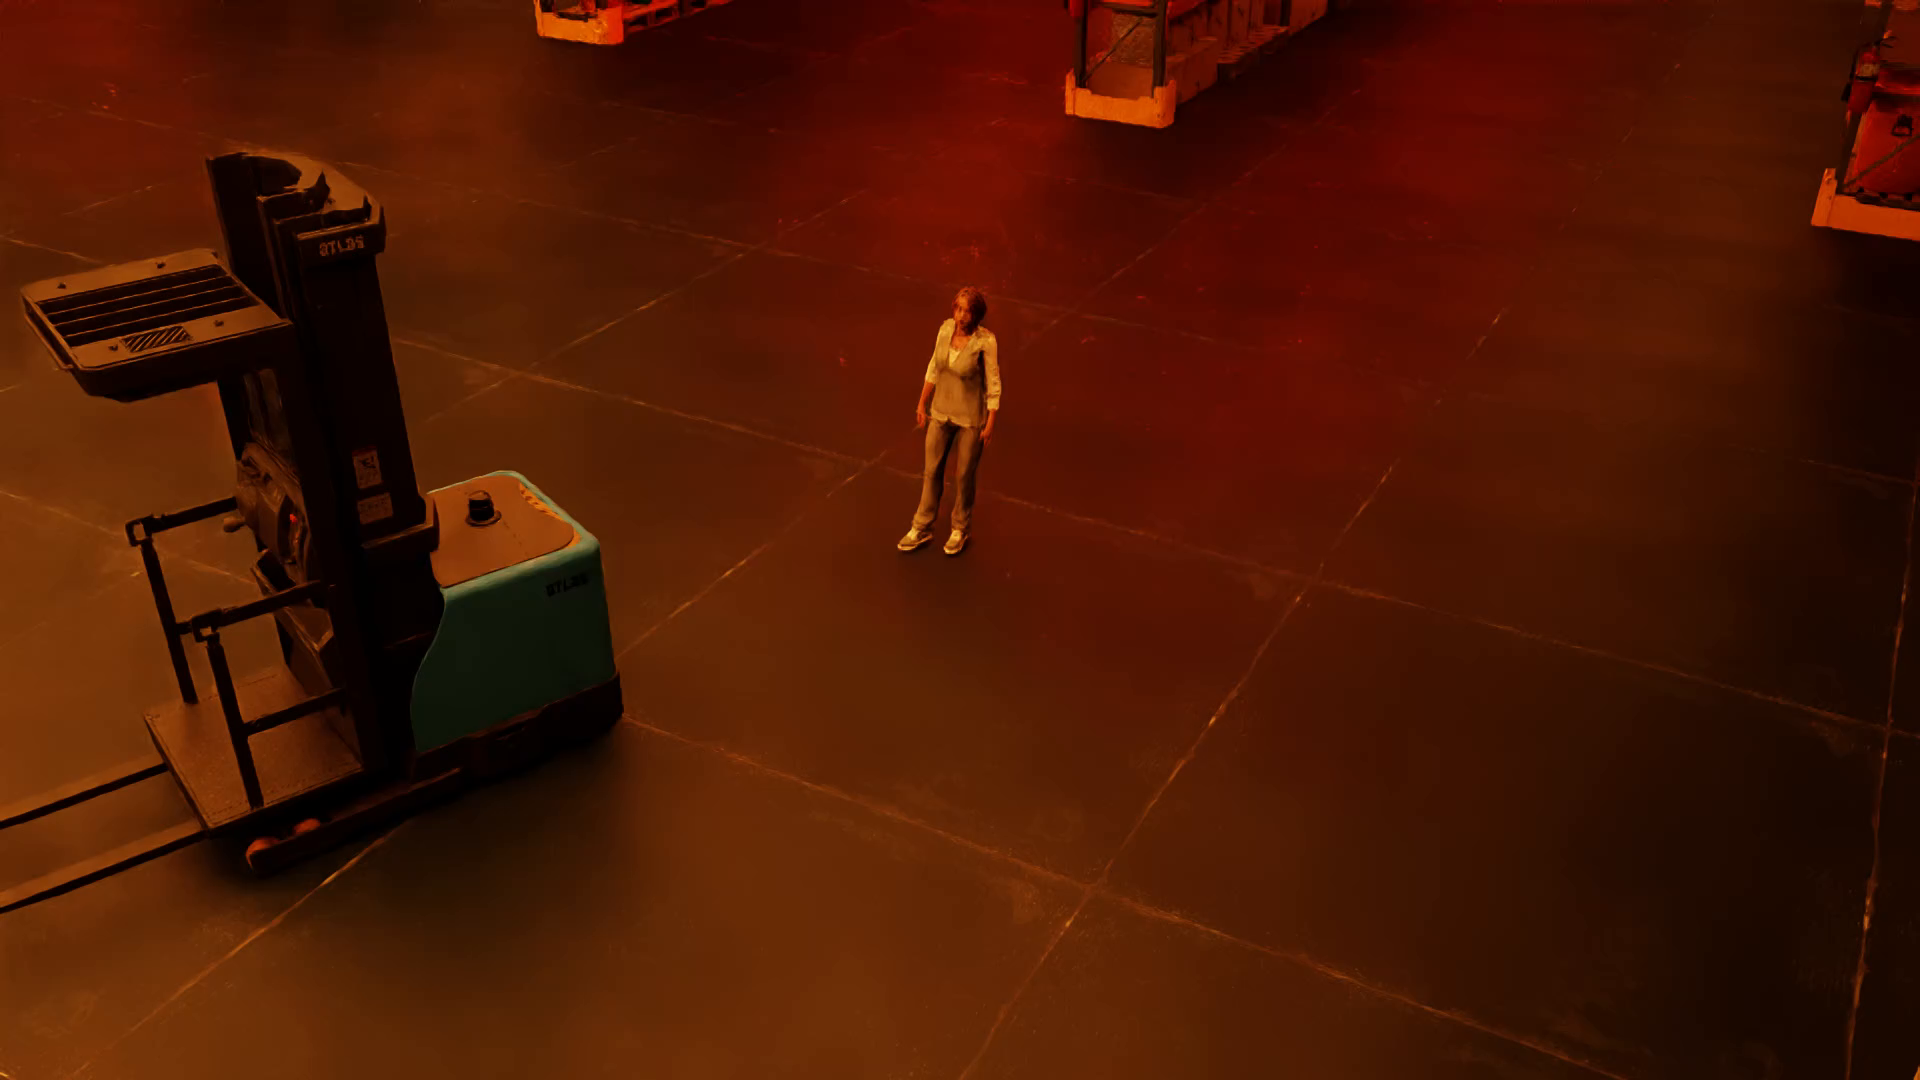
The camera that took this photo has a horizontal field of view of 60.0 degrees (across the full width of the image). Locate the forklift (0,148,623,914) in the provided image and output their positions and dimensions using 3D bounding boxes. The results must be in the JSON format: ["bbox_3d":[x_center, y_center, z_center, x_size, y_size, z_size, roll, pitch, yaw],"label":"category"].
[{"bbox_3d":[-3.172,-0.079,7.207,3.031,2.935,1.130,-21,36,-32],"label":"forklift"}]

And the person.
[{"bbox_3d":[-0.048,-0.669,9.550,0.521,1.597,0.474,15,33,25],"label":"person"}]
